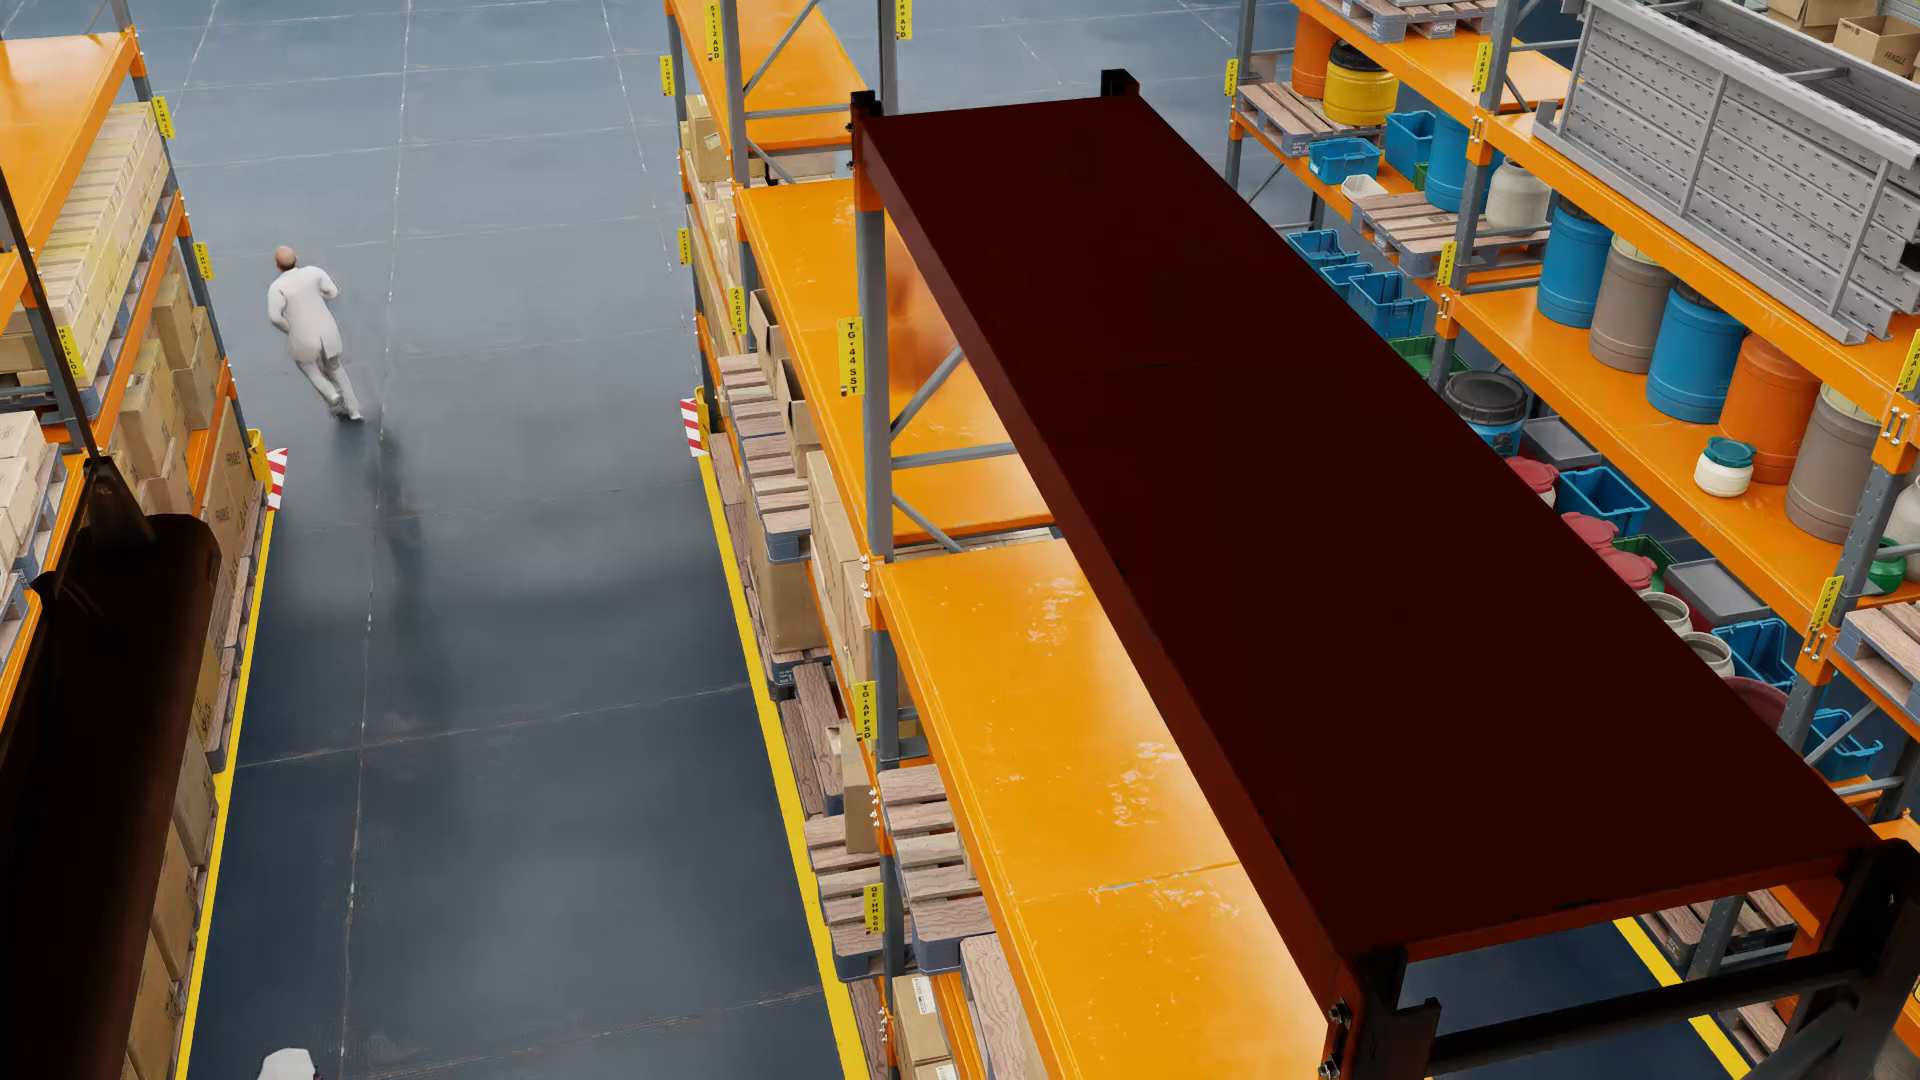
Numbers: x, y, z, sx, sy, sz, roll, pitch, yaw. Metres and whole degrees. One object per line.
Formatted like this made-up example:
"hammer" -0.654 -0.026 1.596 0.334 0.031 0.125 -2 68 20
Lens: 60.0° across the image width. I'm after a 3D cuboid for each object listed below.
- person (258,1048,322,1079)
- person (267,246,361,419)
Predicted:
"person" -3.087 3.050 8.150 0.548 1.699 0.674 -10 36 -14
"person" -6.039 -1.908 15.350 0.716 1.762 0.709 -26 42 -32
